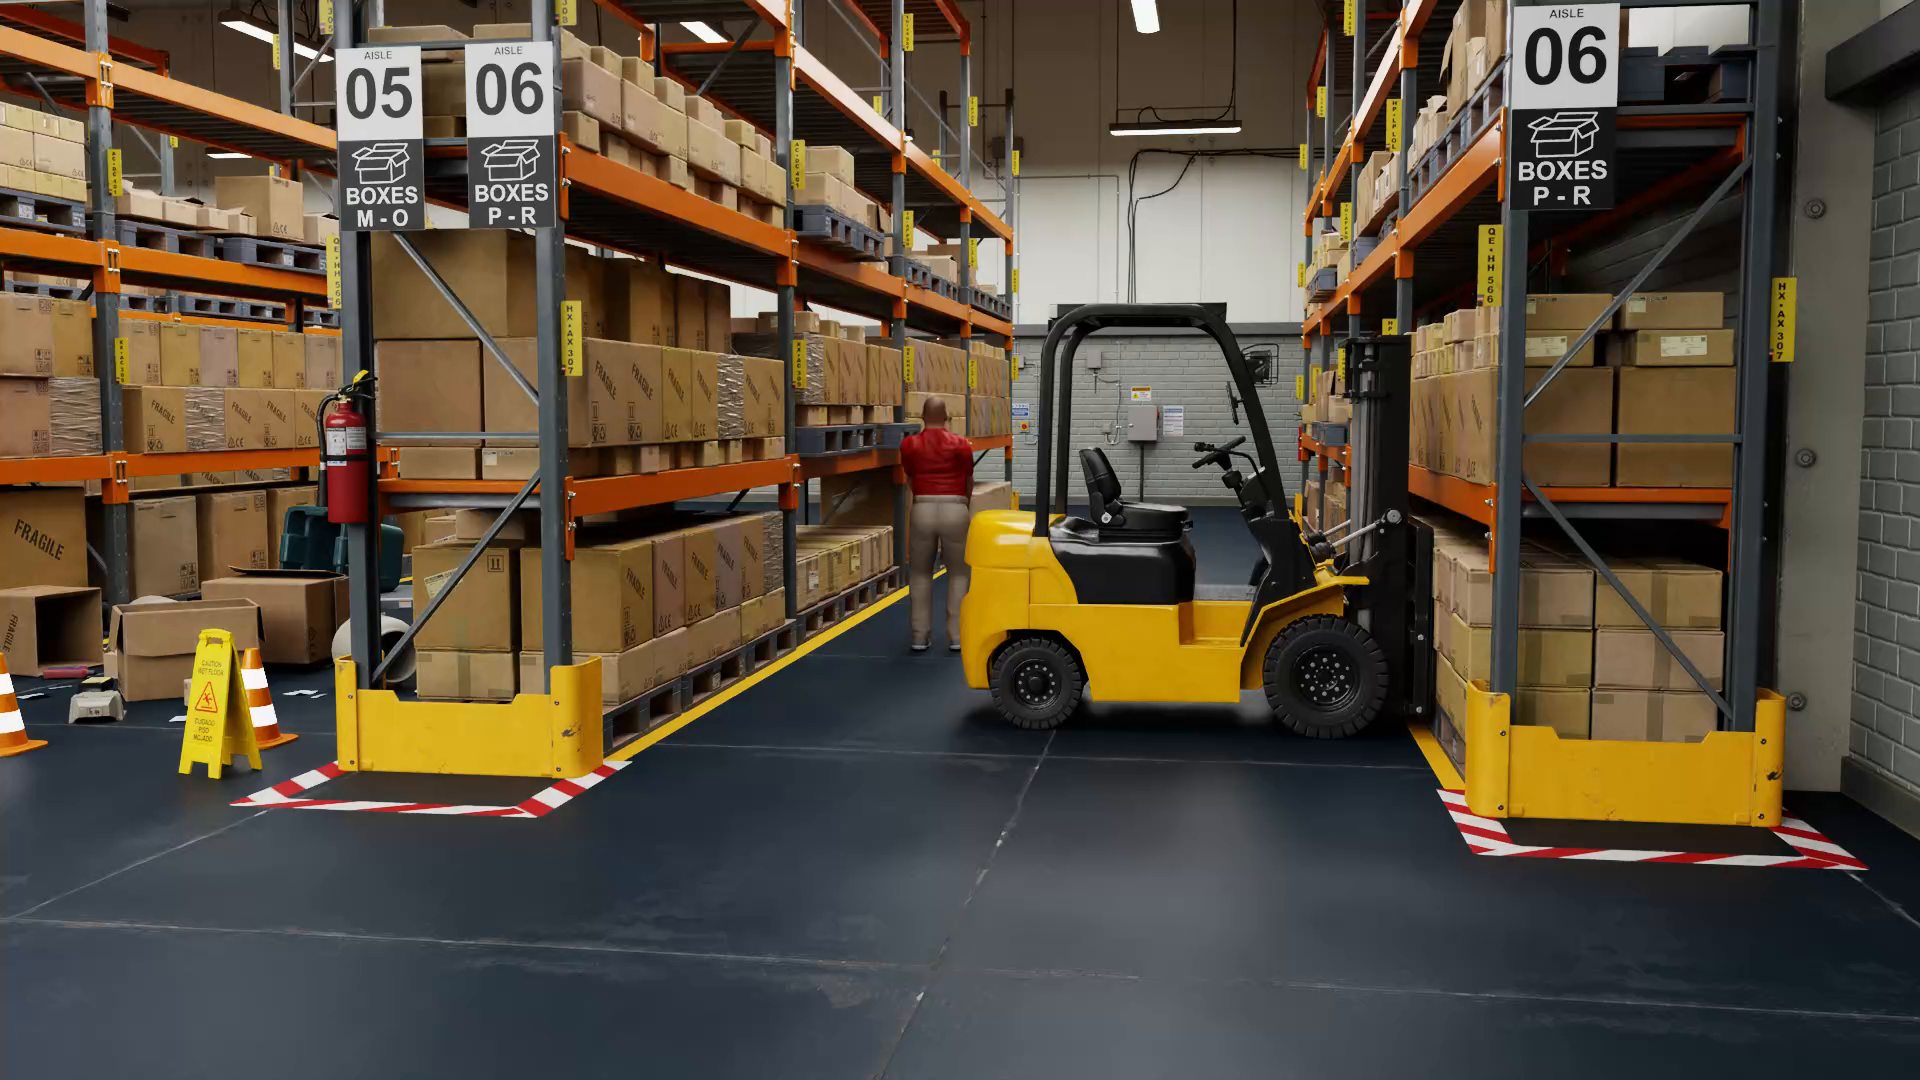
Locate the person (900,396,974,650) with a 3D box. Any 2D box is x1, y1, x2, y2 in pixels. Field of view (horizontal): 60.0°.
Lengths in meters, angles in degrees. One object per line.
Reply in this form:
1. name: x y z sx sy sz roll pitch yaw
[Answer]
1. person: -0.141 -0.117 11.335 0.494 1.714 0.530 1 4 7
